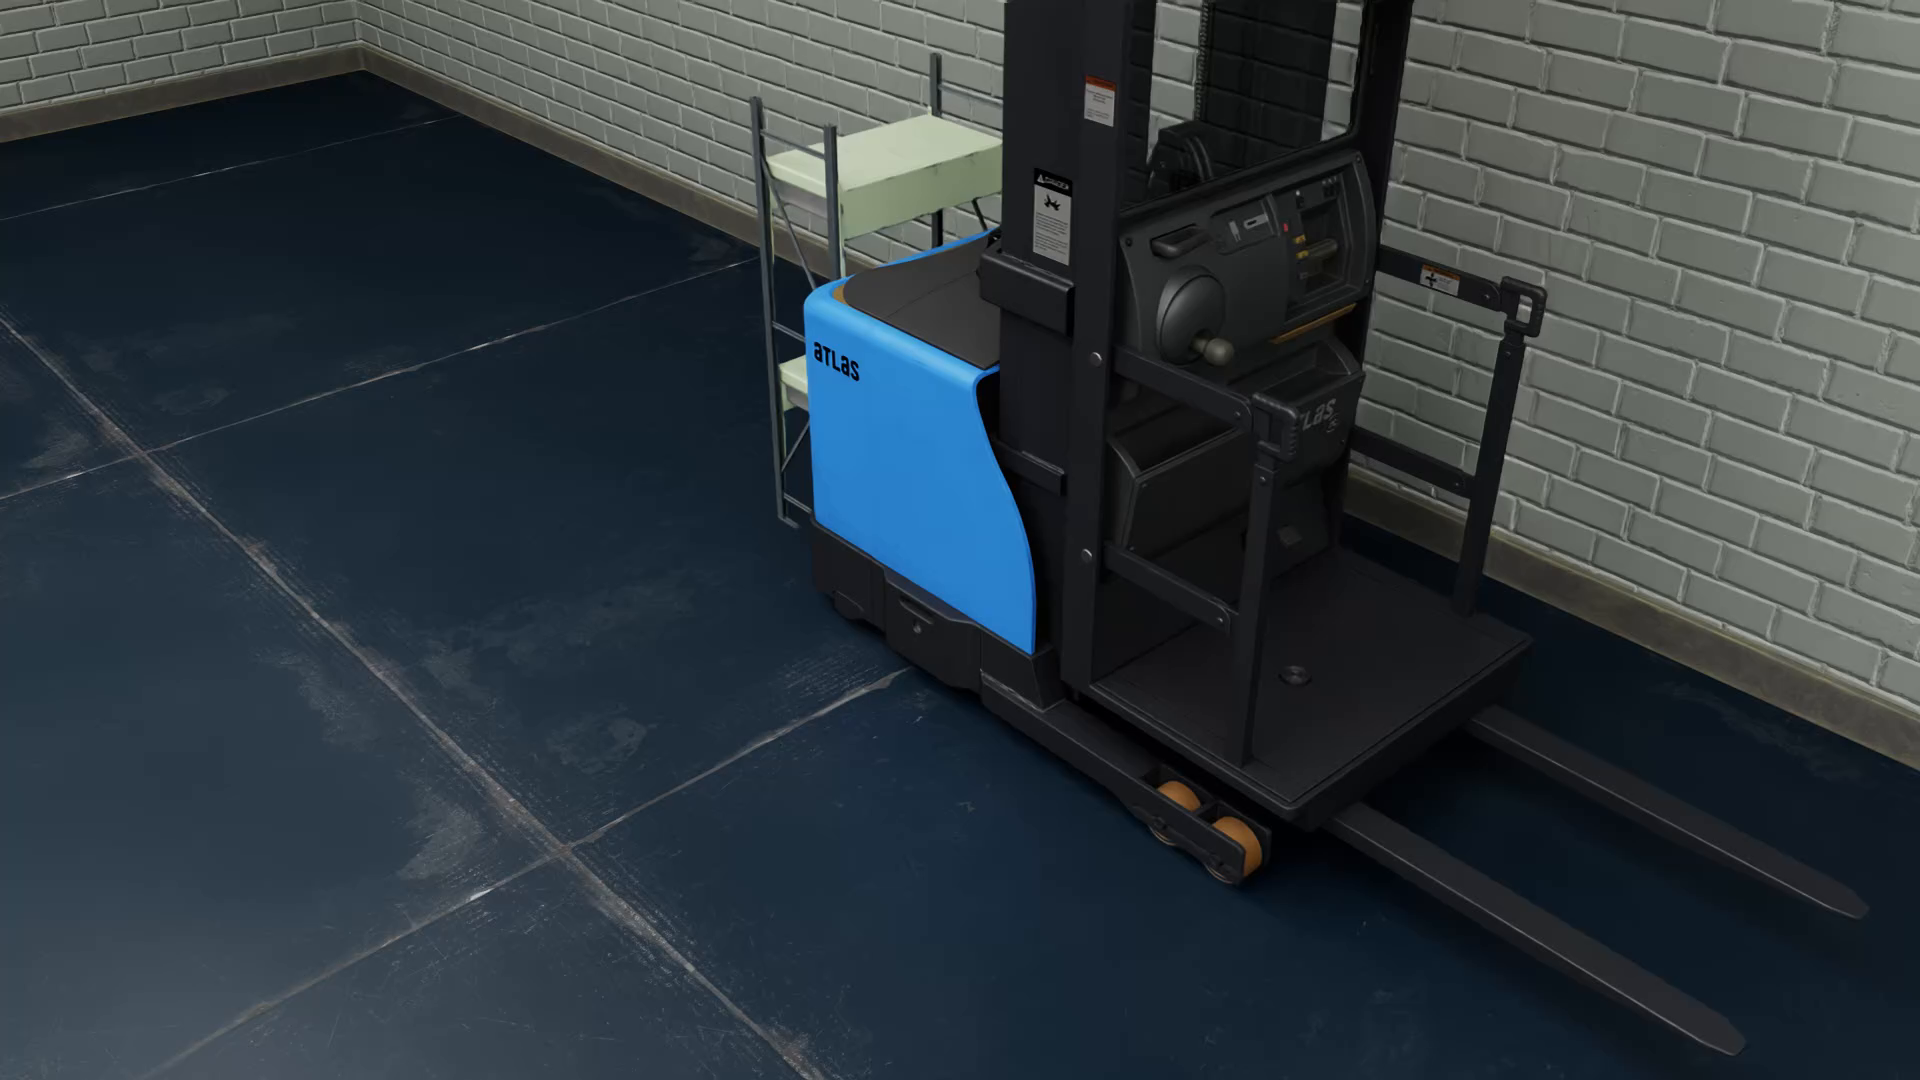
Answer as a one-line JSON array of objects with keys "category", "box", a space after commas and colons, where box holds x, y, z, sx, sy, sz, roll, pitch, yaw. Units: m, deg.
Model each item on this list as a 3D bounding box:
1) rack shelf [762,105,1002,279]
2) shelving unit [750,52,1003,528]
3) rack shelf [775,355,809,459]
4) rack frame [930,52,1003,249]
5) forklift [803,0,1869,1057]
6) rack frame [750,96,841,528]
[{"category": "rack shelf", "box": [-0.230, -1.104, 5.369, 0.720, 0.370, 0.431, -25, 39, -35]}, {"category": "shelving unit", "box": [-0.230, -0.771, 5.573, 0.755, 1.500, 0.431, -25, 39, -35]}, {"category": "rack shelf", "box": [-0.230, -0.493, 5.743, 0.720, 0.370, 0.431, -25, 39, -35]}, {"category": "rack frame", "box": [0.042, -0.898, 5.782, 0.023, 1.500, 0.400, -25, 39, -35]}, {"category": "forklift", "box": [0.880, -0.667, 4.031, 1.130, 2.935, 3.031, -25, 39, -35]}, {"category": "rack frame", "box": [-0.502, -0.643, 5.364, 0.023, 1.500, 0.400, -25, 39, -35]}]
